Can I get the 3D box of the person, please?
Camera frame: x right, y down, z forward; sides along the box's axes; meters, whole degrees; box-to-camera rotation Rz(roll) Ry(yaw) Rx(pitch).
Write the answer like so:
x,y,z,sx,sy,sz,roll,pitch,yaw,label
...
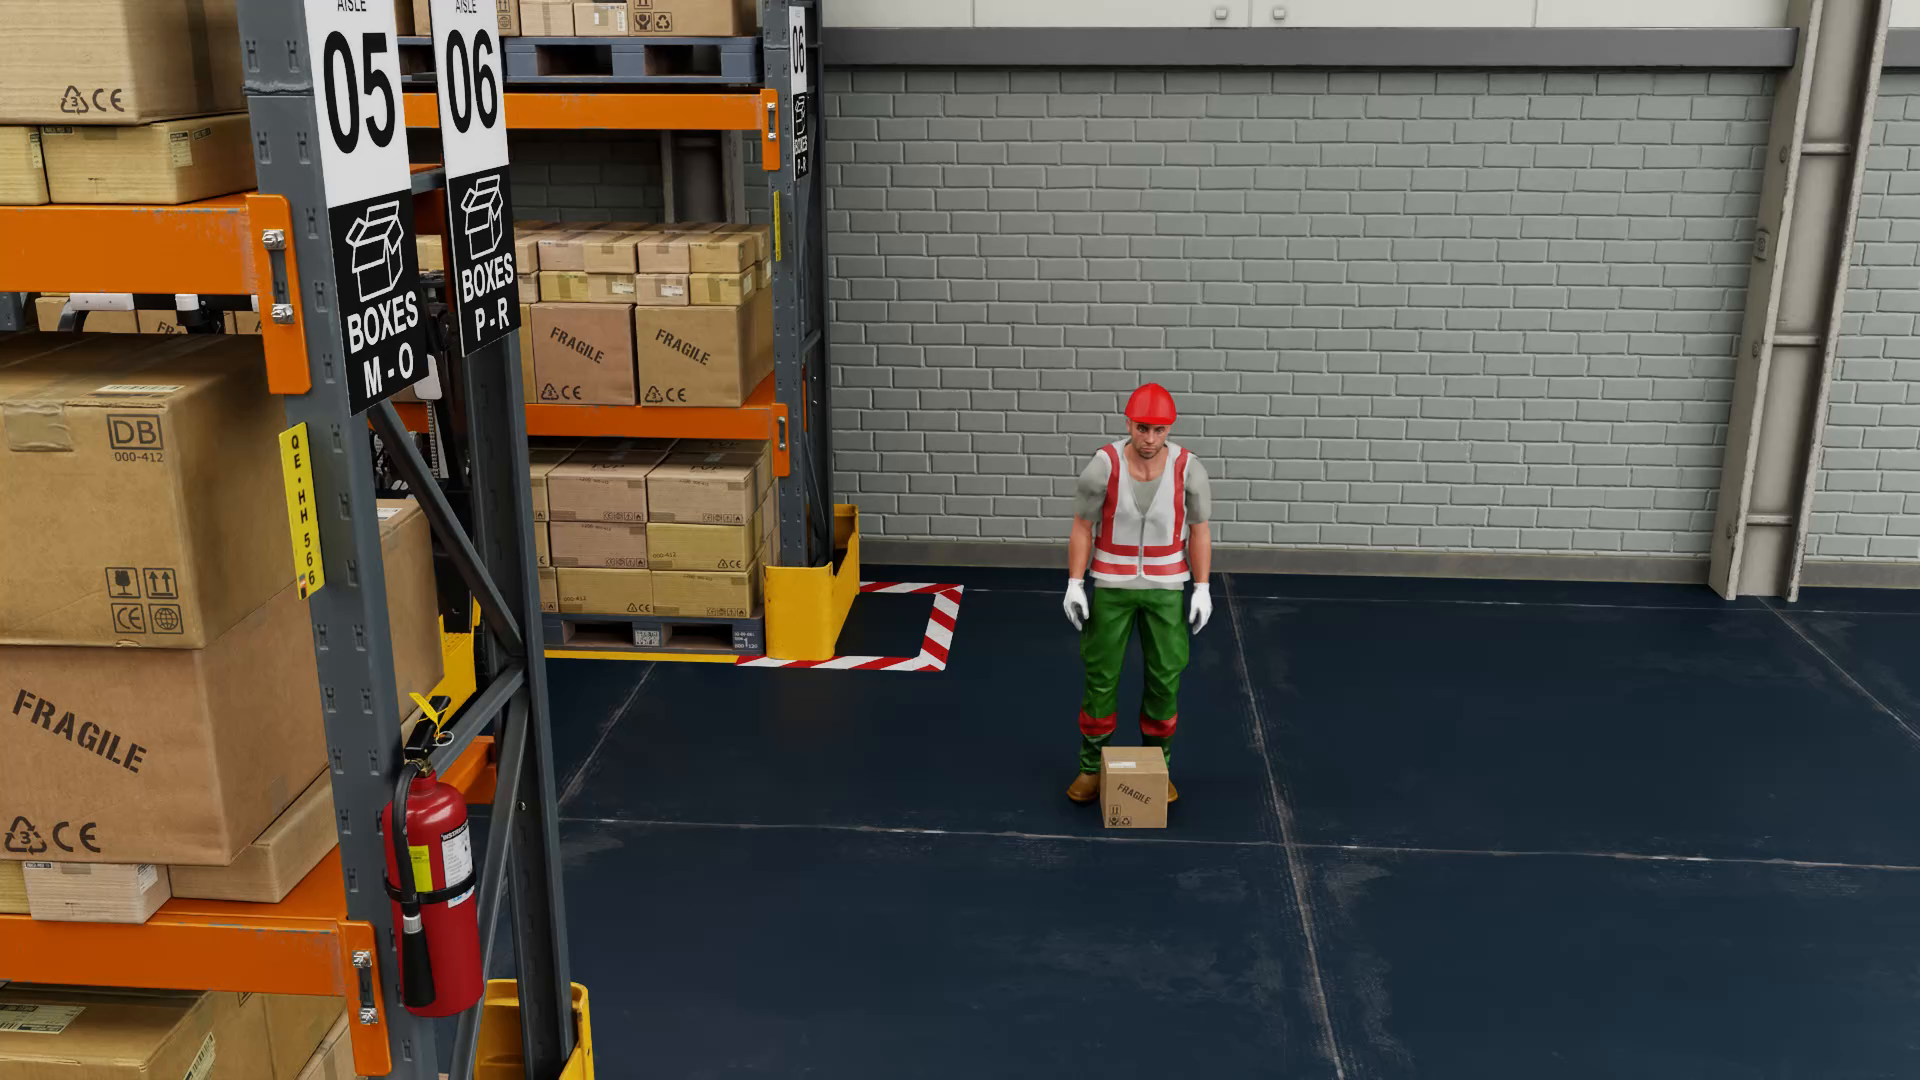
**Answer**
x,y,z,sx,sy,sz,roll,pitch,yaw,label
0.731,0.220,6.817,0.610,1.779,0.454,1,17,4,person
